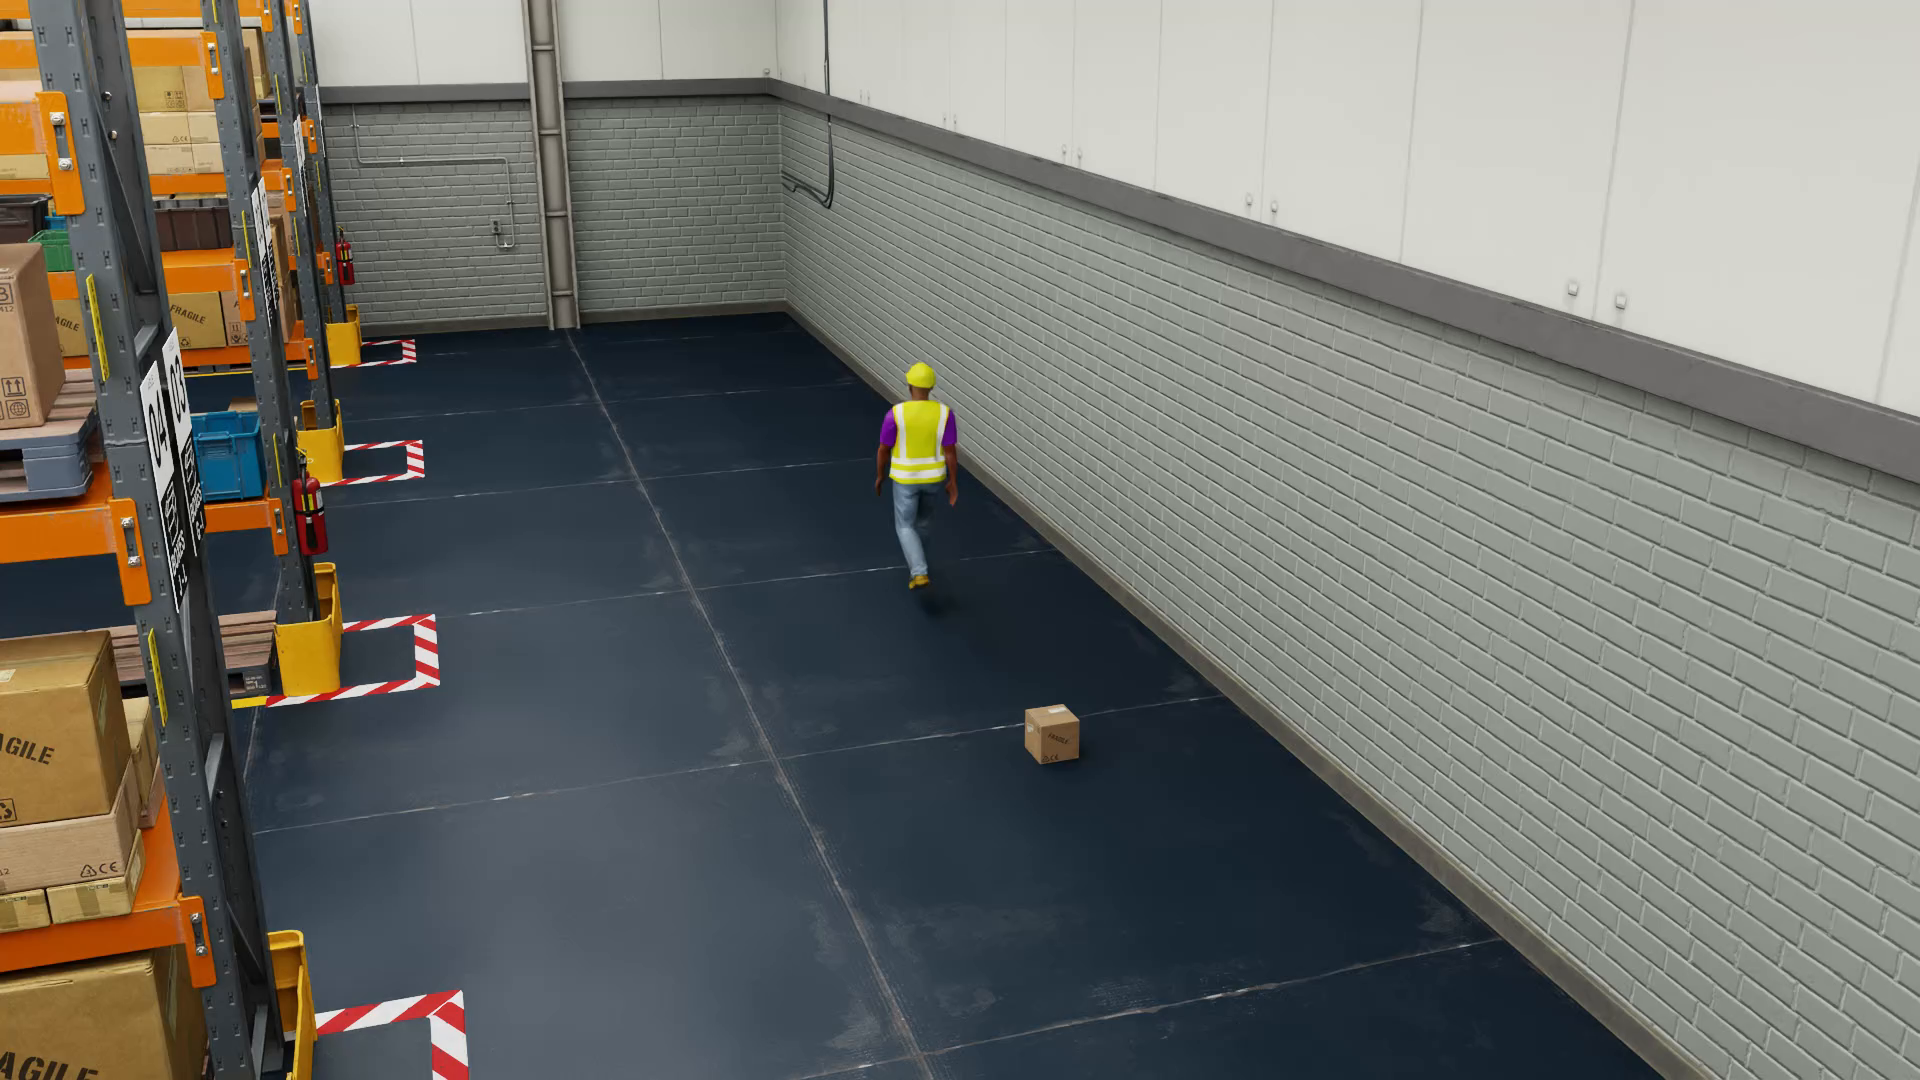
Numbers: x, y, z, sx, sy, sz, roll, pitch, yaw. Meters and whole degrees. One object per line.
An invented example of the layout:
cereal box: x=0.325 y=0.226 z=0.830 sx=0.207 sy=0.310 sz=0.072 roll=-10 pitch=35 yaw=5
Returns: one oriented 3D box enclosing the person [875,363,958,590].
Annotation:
person: x=-0.324 y=-0.468 z=12.374 sx=0.583 sy=1.734 sz=0.945 roll=-5 pitch=20 yaw=-14
